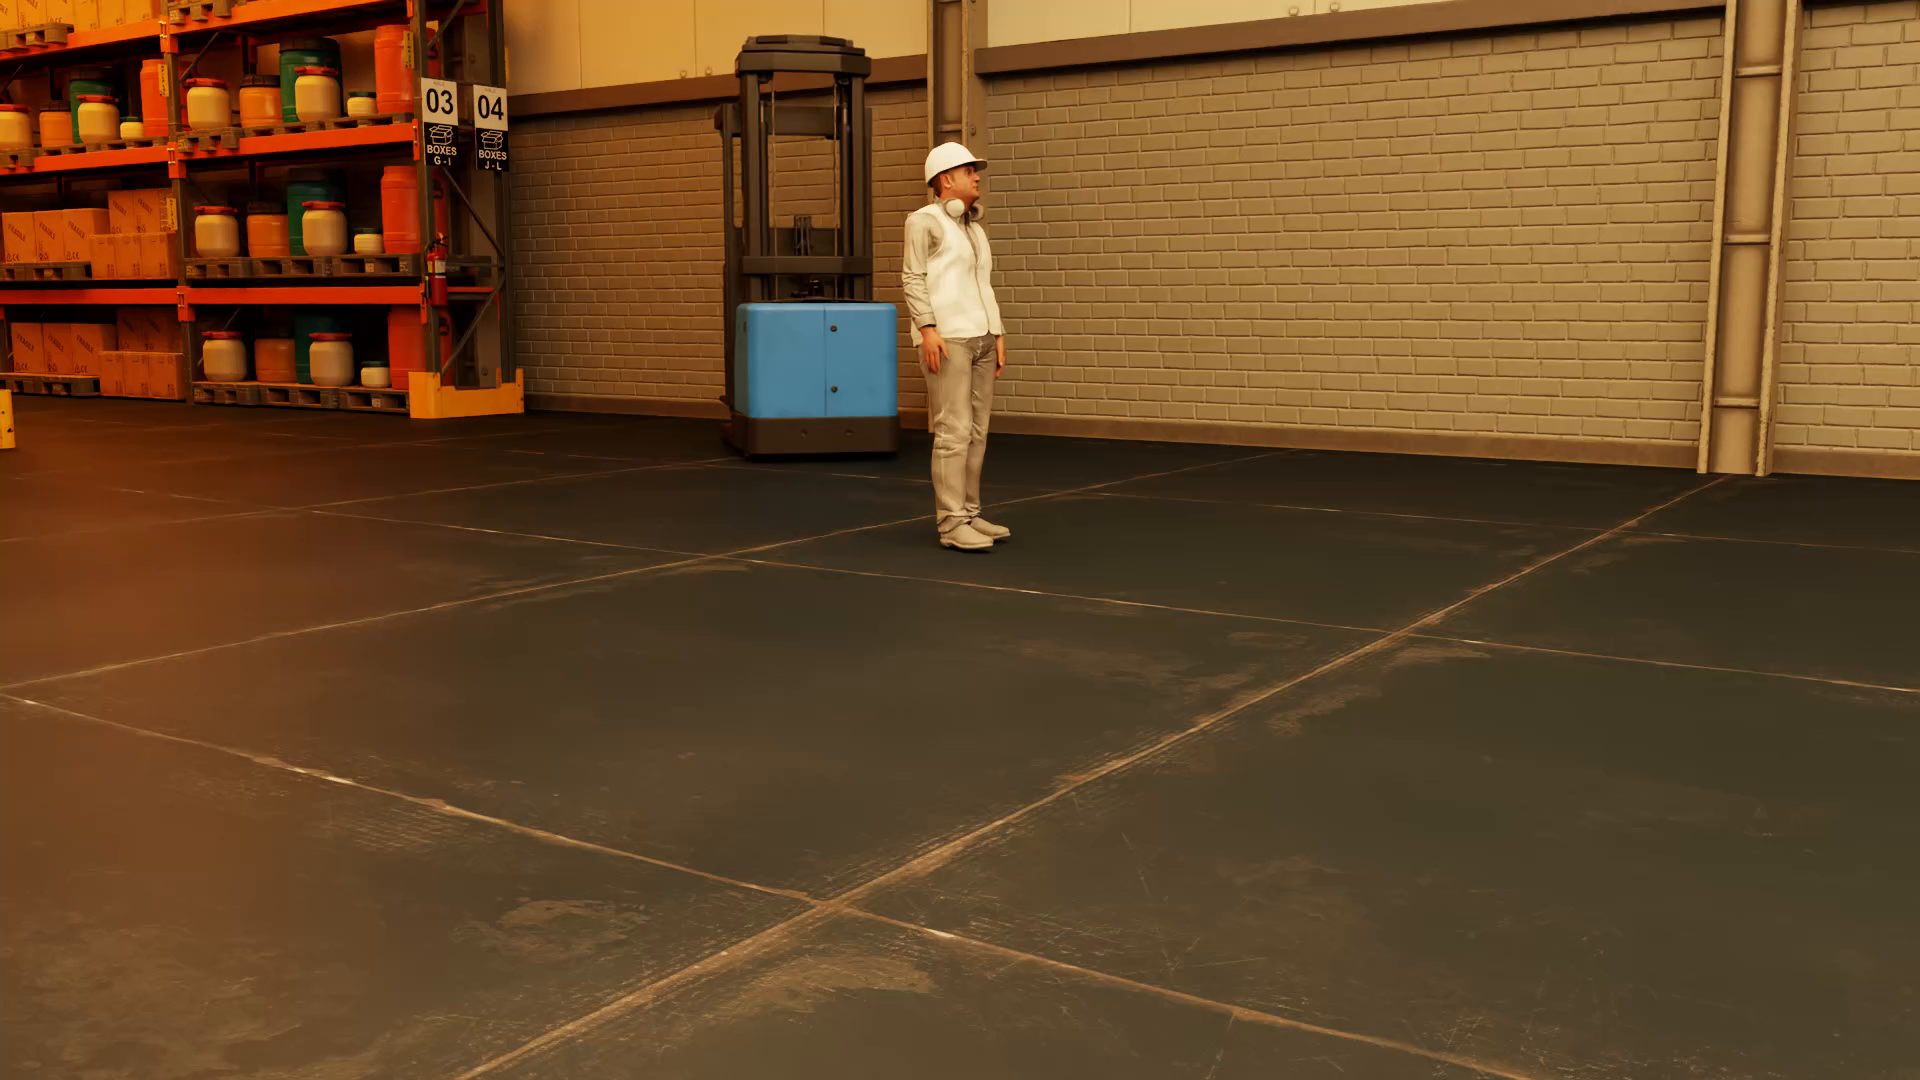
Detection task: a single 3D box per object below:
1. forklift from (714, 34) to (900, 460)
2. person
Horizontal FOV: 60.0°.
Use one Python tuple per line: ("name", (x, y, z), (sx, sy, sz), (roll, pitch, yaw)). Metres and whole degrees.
("forklift", (-1.242, -2.175, 12.490), (1.130, 2.935, 3.031), (-2, 8, -13))
("person", (0.048, -0.880, 7.437), (0.566, 1.775, 0.633), (5, 10, 34))
